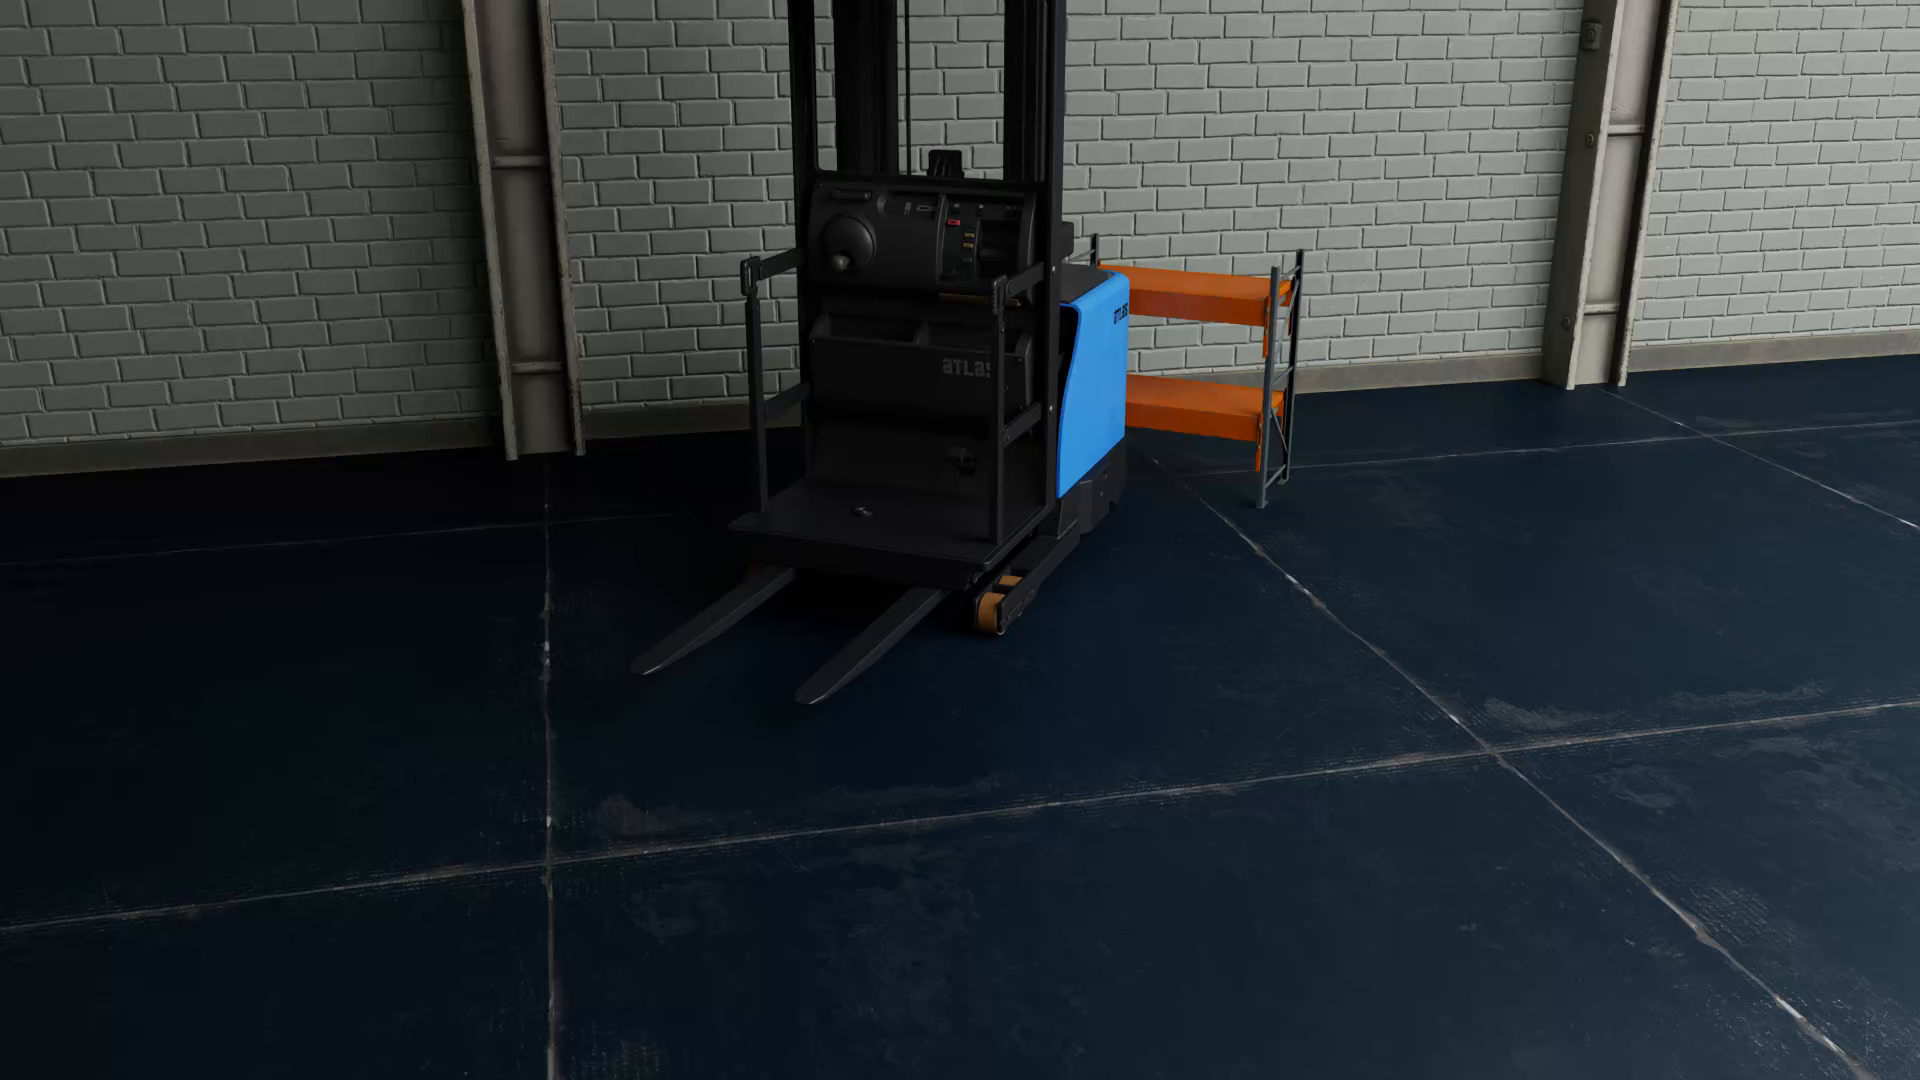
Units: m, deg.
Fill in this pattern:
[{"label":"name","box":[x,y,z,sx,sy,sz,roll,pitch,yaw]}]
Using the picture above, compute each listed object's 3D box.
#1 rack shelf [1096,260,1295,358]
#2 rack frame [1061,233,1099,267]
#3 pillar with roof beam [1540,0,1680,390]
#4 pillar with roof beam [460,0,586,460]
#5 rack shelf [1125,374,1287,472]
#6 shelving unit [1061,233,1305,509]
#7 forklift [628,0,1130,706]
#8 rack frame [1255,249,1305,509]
[{"label":"rack shelf","box":[1.027,-1.099,7.829,1.000,0.278,0.538,9,22,23]},{"label":"rack frame","box":[0.565,-0.897,8.129,0.032,1.125,0.500,9,22,23]},{"label":"pillar with roof beam","box":[4.688,-3.730,4.415,0.400,9.000,9.100,-5,21,-12]},{"label":"pillar with roof beam","box":[-1.151,-3.255,3.118,0.400,9.000,9.100,-5,21,-12]},{"label":"rack shelf","box":[1.027,-0.595,8.014,1.000,0.278,0.538,9,22,23]},{"label":"shelving unit","box":[1.027,-0.824,7.929,1.048,1.125,0.538,9,22,23]},{"label":"forklift","box":[-0.230,-1.175,6.261,1.130,2.935,3.031,8,21,20]},{"label":"rack frame","box":[1.489,-0.751,7.730,0.032,1.125,0.500,9,22,23]}]
